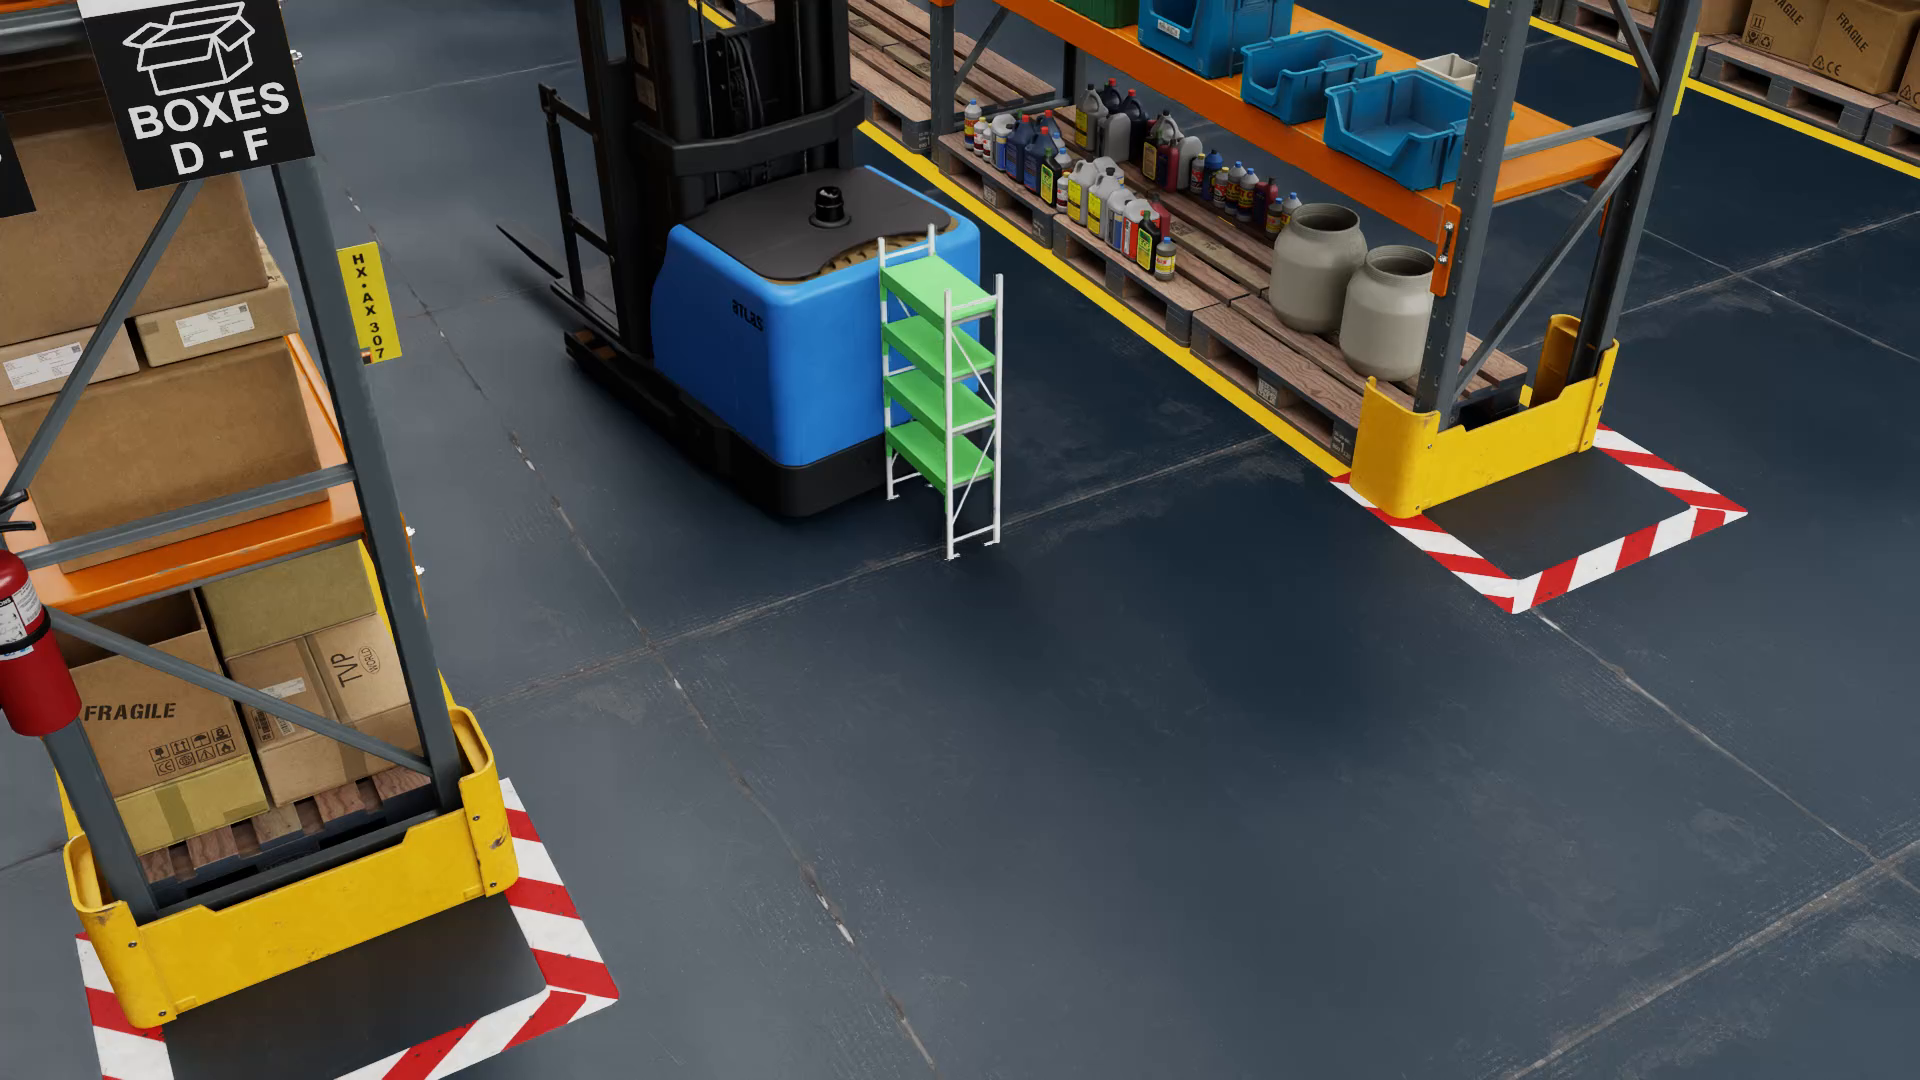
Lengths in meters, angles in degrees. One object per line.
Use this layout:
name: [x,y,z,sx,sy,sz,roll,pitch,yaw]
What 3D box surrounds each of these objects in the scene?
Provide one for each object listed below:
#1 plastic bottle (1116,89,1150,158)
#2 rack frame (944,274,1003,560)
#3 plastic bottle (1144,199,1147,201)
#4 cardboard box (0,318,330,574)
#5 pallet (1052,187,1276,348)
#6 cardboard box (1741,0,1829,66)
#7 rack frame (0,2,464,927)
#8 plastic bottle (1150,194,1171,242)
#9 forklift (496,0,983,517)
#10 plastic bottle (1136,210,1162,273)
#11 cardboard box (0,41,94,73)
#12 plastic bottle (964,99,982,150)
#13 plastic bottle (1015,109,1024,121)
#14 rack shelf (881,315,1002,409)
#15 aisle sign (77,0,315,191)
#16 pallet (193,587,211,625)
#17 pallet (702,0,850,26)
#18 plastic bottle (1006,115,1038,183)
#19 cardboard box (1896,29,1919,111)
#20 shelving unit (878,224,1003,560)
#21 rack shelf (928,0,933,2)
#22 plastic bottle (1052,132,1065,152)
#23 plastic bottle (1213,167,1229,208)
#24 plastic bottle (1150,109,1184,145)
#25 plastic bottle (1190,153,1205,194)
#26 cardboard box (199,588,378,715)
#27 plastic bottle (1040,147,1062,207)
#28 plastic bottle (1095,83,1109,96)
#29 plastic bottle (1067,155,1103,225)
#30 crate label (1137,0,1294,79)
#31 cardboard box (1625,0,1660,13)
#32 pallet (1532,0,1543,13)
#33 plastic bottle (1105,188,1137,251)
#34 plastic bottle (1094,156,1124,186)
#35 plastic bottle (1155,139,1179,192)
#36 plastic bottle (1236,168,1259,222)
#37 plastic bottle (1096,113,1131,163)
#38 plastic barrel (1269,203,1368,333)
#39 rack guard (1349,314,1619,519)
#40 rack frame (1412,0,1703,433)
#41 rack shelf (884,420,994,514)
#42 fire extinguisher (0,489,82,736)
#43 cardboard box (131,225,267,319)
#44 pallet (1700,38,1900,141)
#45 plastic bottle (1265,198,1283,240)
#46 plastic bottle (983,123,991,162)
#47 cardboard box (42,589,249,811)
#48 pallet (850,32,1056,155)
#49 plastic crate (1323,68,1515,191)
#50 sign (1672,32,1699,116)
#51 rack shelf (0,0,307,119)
plastic bottle: [0.962,-2.328,9.267,0.144,0.351,0.185,-21,41,-26]
rack frame: [0.051,-0.443,6.337,0.240,1.200,0.015,-20,41,-25]
plastic bottle: [0.926,-1.629,8.437,0.097,0.201,0.097,0,36,0]
cardboard box: [-2.206,-0.337,4.584,0.700,0.500,0.500,-19,40,-24]
pallet: [1.211,-1.457,8.566,1.003,0.211,1.213,-19,40,-24]
cardboard box: [5.416,-3.390,10.611,0.500,0.500,0.500,-23,42,-28]
rack frame: [-1.983,-0.055,4.282,1.000,3.000,0.127,-19,40,-24]
plastic bottle: [0.989,-1.577,8.296,0.061,0.283,0.133,-19,40,-24]
forklift: [-1.211,-2.083,7.117,1.130,2.935,3.031,-25,43,-30]
plastic bottle: [0.926,-1.463,8.139,0.061,0.283,0.133,-18,40,-23]
cardboard box: [-2.502,-1.155,4.603,0.700,0.500,0.500,-20,41,-25]
plastic bottle: [0.074,-2.344,9.357,0.097,0.271,0.097,0,36,0]
plastic bottle: [0.351,-2.224,9.182,0.061,0.283,0.133,-19,40,-24]
rack shelf: [-0.076,-0.707,6.402,0.258,0.148,0.480,-20,41,-25]
aisle sign: [-1.685,-1.162,3.594,0.394,0.787,0.004,-19,40,-24]
pallet: [-3.012,0.072,6.472,1.003,0.211,1.213,-19,40,-24]
pallet: [-1.361,-4.068,12.141,1.003,0.211,1.213,-19,40,-24]
plastic bottle: [0.339,-2.134,9.002,0.144,0.351,0.185,-18,40,-23]
cardboard box: [5.955,-2.767,9.758,0.500,0.500,0.500,-9,37,-12]
shelving unit: [-0.075,-0.565,6.506,0.258,1.200,0.503,-20,41,-25]
rack shelf: [-0.712,-4.290,10.691,1.077,0.370,4.000,-19,40,-24]
plastic bottle: [0.517,-2.064,8.973,0.097,0.271,0.097,0,36,0]
plastic bottle: [1.388,-1.862,8.756,0.097,0.201,0.097,0,36,0]
plastic bottle: [1.124,-2.163,9.041,0.144,0.351,0.185,-19,40,-24]
plastic bottle: [1.285,-1.967,8.899,0.097,0.201,0.097,0,36,0]
cardboard box: [-2.314,0.292,5.782,0.500,0.250,0.500,-19,40,-24]
plastic bottle: [0.481,-1.914,8.758,0.061,0.283,0.133,-17,39,-22]
plastic bottle: [0.819,-2.494,9.551,0.061,0.283,0.133,-17,39,-22]
plastic bottle: [0.648,-1.821,8.573,0.144,0.351,0.185,-19,40,-24]
crate label: [1.144,-2.394,7.454,0.502,0.435,0.616,-19,40,-24]
cardboard box: [4.741,-3.973,11.410,0.500,0.500,0.500,-20,41,-25]
pallet: [4.183,-4.299,12.457,1.003,0.211,1.213,-19,40,-24]
plastic bottle: [0.828,-1.613,8.351,0.152,0.276,0.135,-20,41,-25]
plastic bottle: [0.763,-1.848,8.673,0.152,0.276,0.135,-19,40,-24]
plastic bottle: [1.110,-2.020,8.903,0.061,0.283,0.133,-19,40,-24]
plastic bottle: [1.489,-1.789,8.596,0.097,0.271,0.097,0,36,0]
plastic bottle: [0.846,-2.241,9.211,0.152,0.276,0.135,-19,40,-24]
plastic barrel: [1.654,-1.254,7.678,0.421,0.512,0.421,0,36,0]
rack guard: [2.223,-0.536,7.060,1.175,0.500,0.348,-19,40,-24]
rack frame: [2.302,-1.521,6.289,1.000,3.000,0.127,-19,40,-24]
rack shelf: [-0.074,-0.320,6.685,0.258,0.148,0.480,-20,41,-25]
fire extinguisher: [-2.325,0.174,4.034,0.296,0.674,0.183,-19,40,-24]
cardboard box: [-2.128,-0.755,4.606,0.380,0.149,0.250,-20,41,-25]
pallet: [5.560,-2.948,10.607,1.003,0.211,1.213,-19,40,-24]
plastic bottle: [1.609,-1.638,8.449,0.097,0.201,0.097,0,36,0]
plastic bottle: [0.176,-2.212,9.235,0.097,0.201,0.097,0,36,0]
cardboard box: [-2.509,0.398,5.002,0.500,0.500,0.500,-19,40,-24]
pallet: [-0.136,-2.824,10.437,1.003,0.211,1.213,-19,40,-24]
plastic crate: [1.792,-1.627,6.561,0.499,0.251,0.616,-19,40,-24]
sign: [2.780,-1.794,6.428,0.100,0.325,0.005,-19,40,-24]
rack shelf: [-2.987,-1.996,5.006,1.077,0.370,4.000,-19,40,-24]
